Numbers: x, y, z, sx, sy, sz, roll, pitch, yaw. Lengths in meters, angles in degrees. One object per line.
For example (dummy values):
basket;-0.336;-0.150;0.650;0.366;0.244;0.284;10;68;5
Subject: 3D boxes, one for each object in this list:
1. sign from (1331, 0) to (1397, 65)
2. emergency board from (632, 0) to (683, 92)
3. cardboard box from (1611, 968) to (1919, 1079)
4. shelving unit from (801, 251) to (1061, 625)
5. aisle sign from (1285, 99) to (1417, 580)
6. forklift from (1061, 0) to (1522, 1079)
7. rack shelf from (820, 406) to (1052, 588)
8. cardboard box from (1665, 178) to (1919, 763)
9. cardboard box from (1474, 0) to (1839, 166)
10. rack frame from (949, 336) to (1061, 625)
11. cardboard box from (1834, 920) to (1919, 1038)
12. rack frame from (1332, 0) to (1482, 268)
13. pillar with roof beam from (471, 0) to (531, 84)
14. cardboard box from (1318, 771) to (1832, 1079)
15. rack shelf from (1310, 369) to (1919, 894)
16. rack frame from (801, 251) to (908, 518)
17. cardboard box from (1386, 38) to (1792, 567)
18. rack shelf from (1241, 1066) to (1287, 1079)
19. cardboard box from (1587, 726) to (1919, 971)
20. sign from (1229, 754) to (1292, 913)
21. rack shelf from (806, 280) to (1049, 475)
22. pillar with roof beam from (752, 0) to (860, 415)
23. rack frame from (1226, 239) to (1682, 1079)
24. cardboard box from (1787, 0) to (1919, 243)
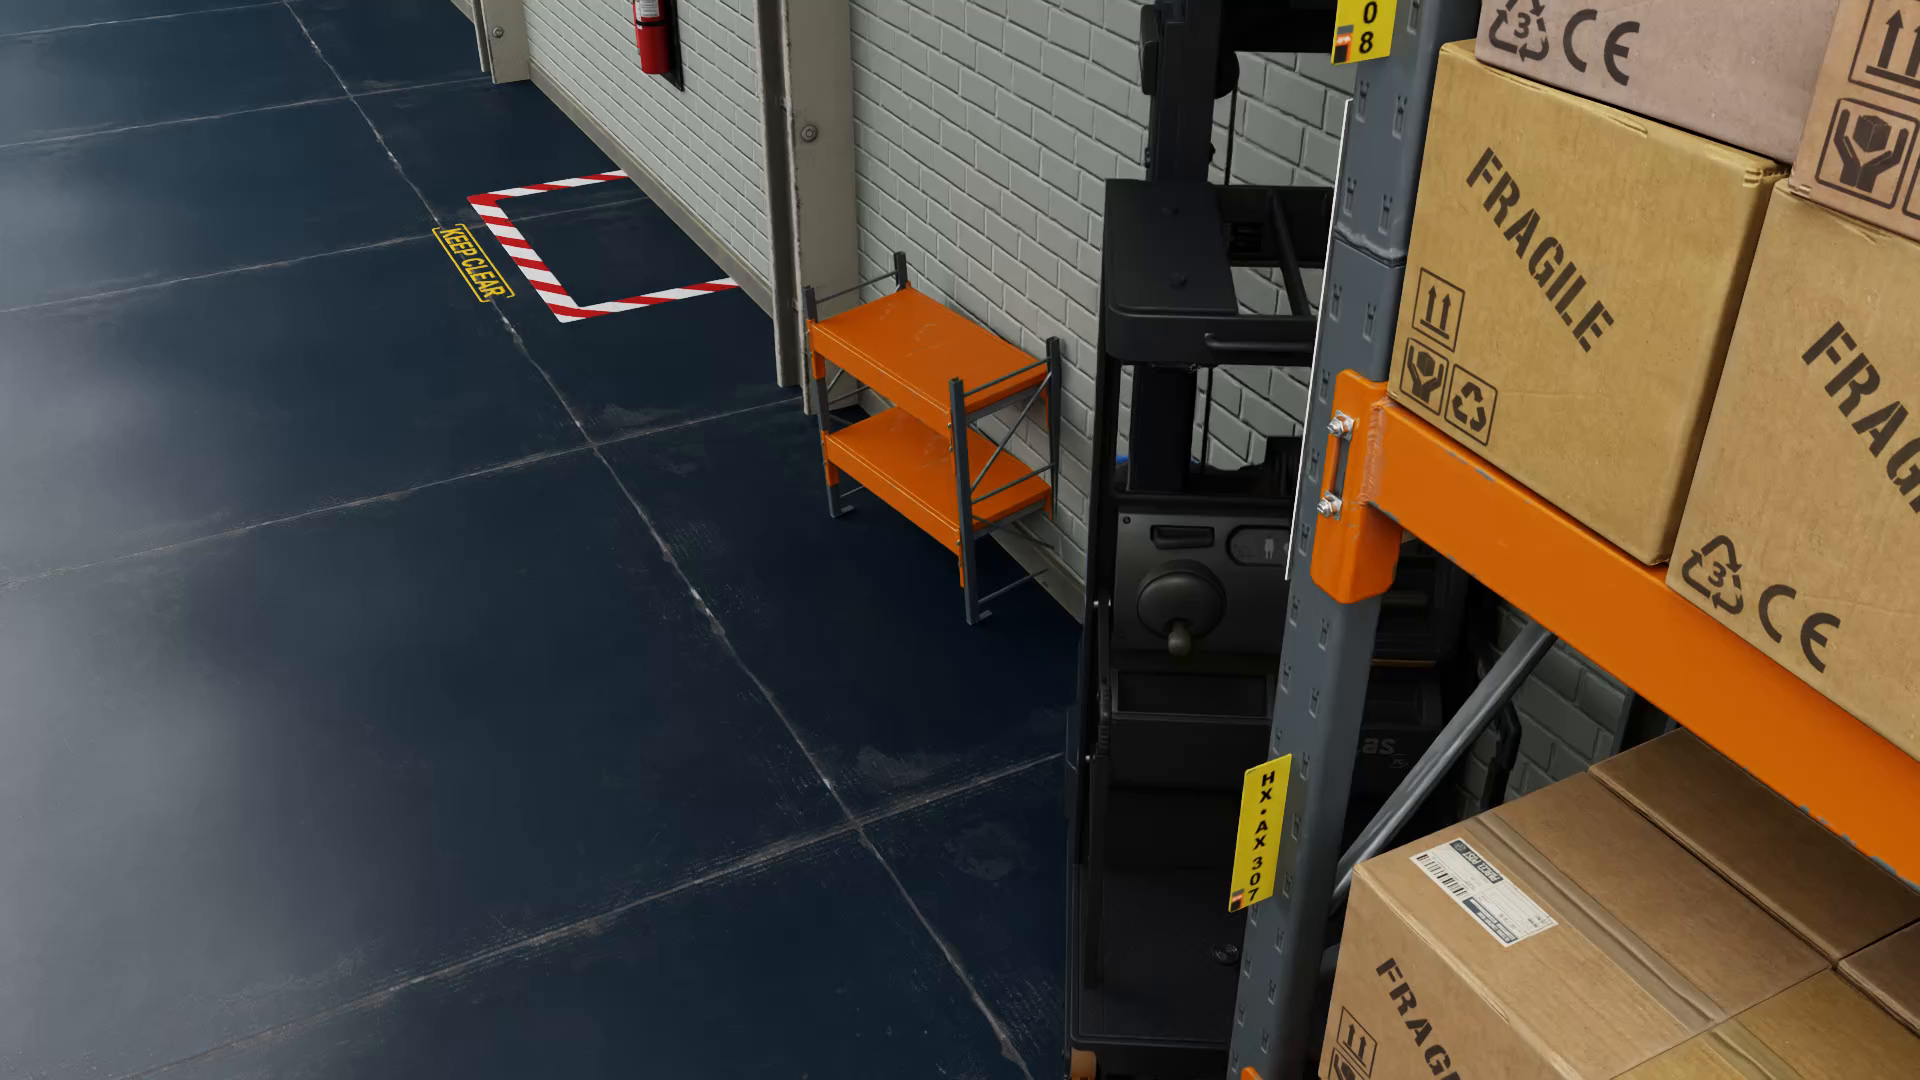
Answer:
sign;0.520;-0.758;2.061;0.100;0.325;0.005;-16;36;-23
emergency board;-1.824;-3.199;9.462;0.194;1.169;0.643;-16;36;-23
cardboard box;1.178;1.018;2.306;0.500;0.500;0.500;-16;36;-23
shelving unit;-0.101;-0.436;6.855;0.538;1.125;1.048;-26;41;-27
aisle sign;0.701;-0.317;2.554;0.394;0.787;0.004;-16;36;-23
forklift;0.870;0.179;4.254;1.130;2.935;3.031;2;33;3
rack shelf;-0.086;-0.237;6.996;0.538;0.278;1.000;-26;41;-27
cardboard box;1.154;-0.089;1.716;0.500;0.500;0.500;-13;35;-20
cardboard box;0.965;-0.753;1.826;0.500;0.500;0.500;-19;37;-26
rack frame;0.202;-0.215;6.511;0.500;1.125;0.032;-26;41;-27
cardboard box;1.634;0.890;2.505;0.500;0.500;0.500;-15;36;-22
rack frame;1.000;-1.789;1.701;1.000;3.000;0.127;-16;36;-23
pillar with roof beam;-7.312;-6.317;8.767;9.100;9.000;0.400;-16;36;-23
cardboard box;0.957;0.779;2.678;0.500;0.500;0.500;-16;36;-23
rack shelf;1.932;0.731;1.214;1.077;0.370;4.000;-16;36;-23
rack frame;-0.404;-0.657;7.198;0.500;1.125;0.032;-26;41;-27
cardboard box;0.935;-0.354;2.130;0.500;0.500;0.500;-15;36;-22
rack shelf;1.932;1.994;2.023;1.077;0.370;4.000;-16;36;-23
cardboard box;1.408;0.647;2.884;0.500;0.500;0.500;-16;36;-24
sign;0.520;0.509;2.872;0.100;0.325;0.005;-16;36;-23
rack shelf;-0.119;-0.675;6.686;0.538;0.278;1.000;-26;41;-27
pillar with roof beam;-4.514;-3.453;4.298;9.100;9.000;0.400;-16;36;-23
rack frame;1.000;0.737;3.319;1.000;3.000;0.127;-16;36;-23
cardboard box;1.154;-0.501;1.432;0.500;0.500;0.500;-16;36;-24
